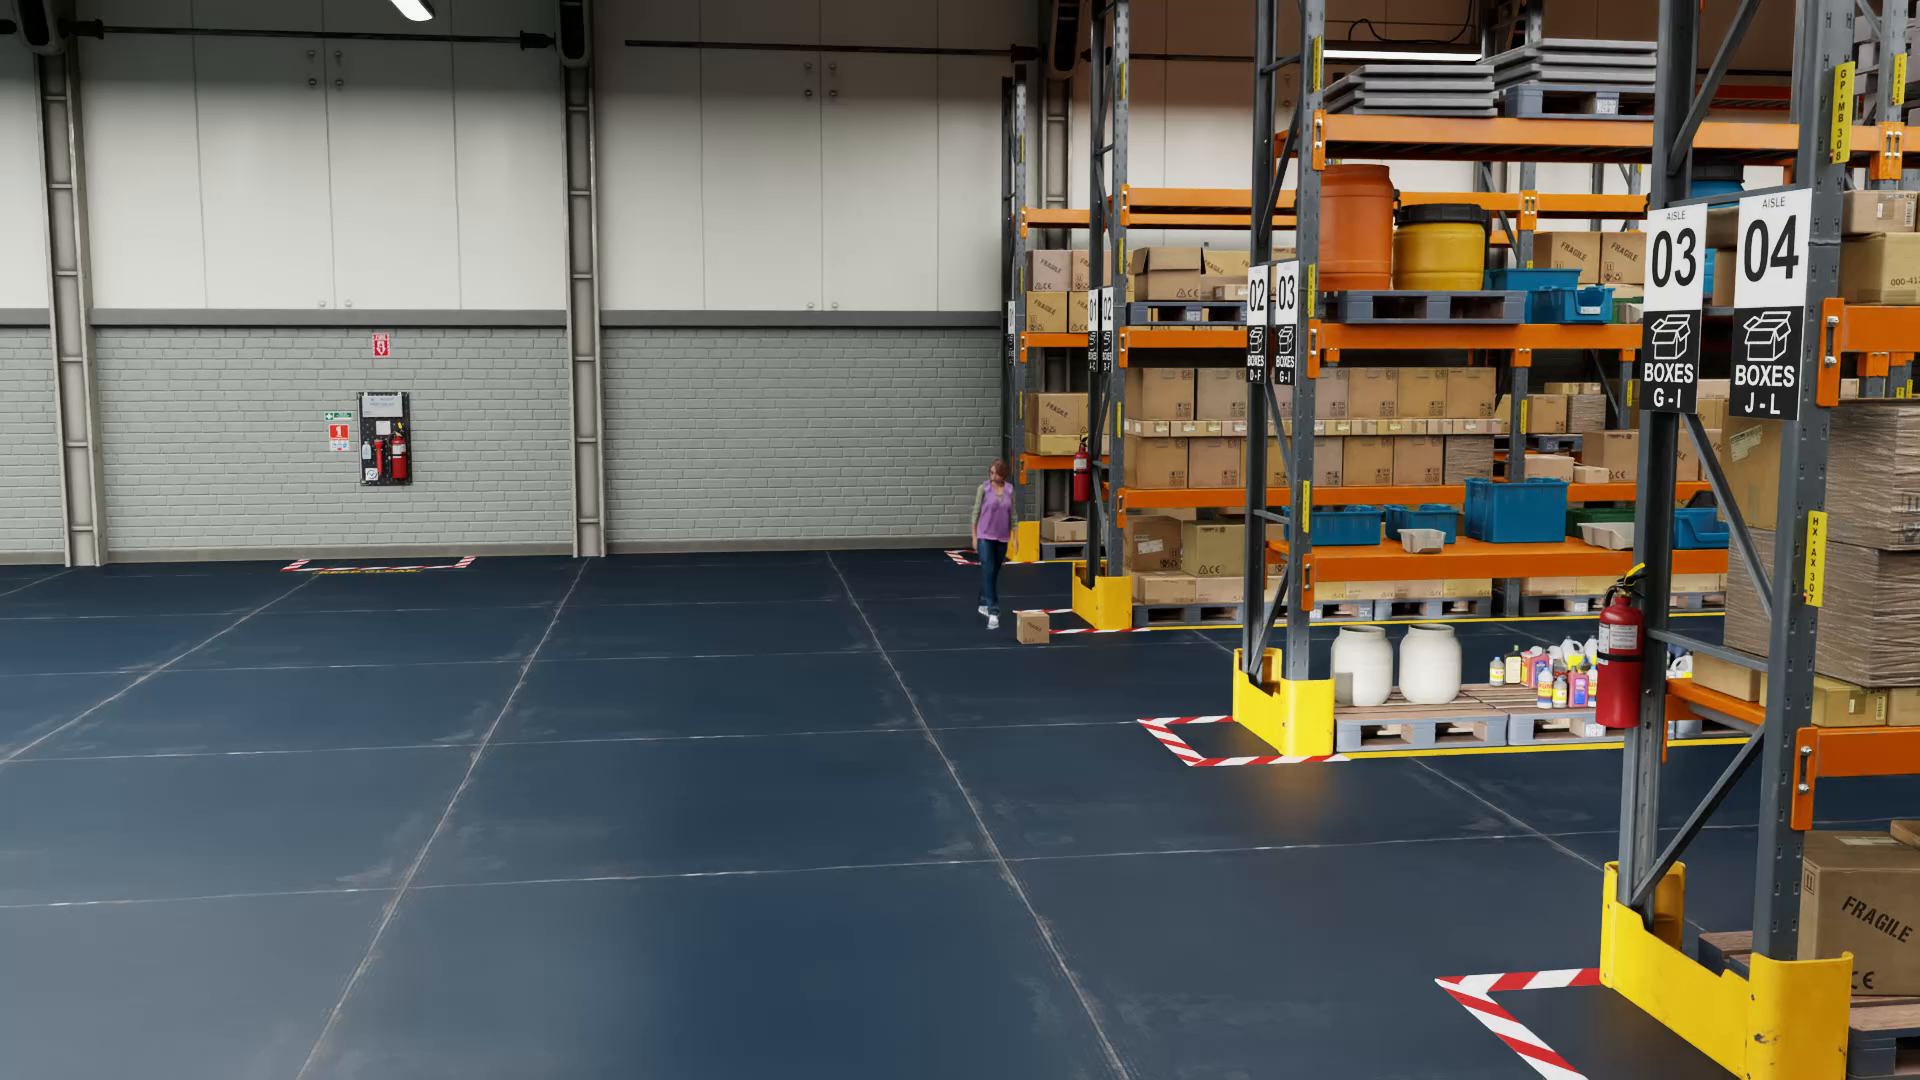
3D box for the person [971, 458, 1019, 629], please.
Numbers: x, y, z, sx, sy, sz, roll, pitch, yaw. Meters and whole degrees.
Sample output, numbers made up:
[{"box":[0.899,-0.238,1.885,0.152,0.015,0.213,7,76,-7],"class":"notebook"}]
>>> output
[{"box":[0.332,0.006,15.940,0.427,1.589,0.732,-3,7,-22],"class":"person"}]
